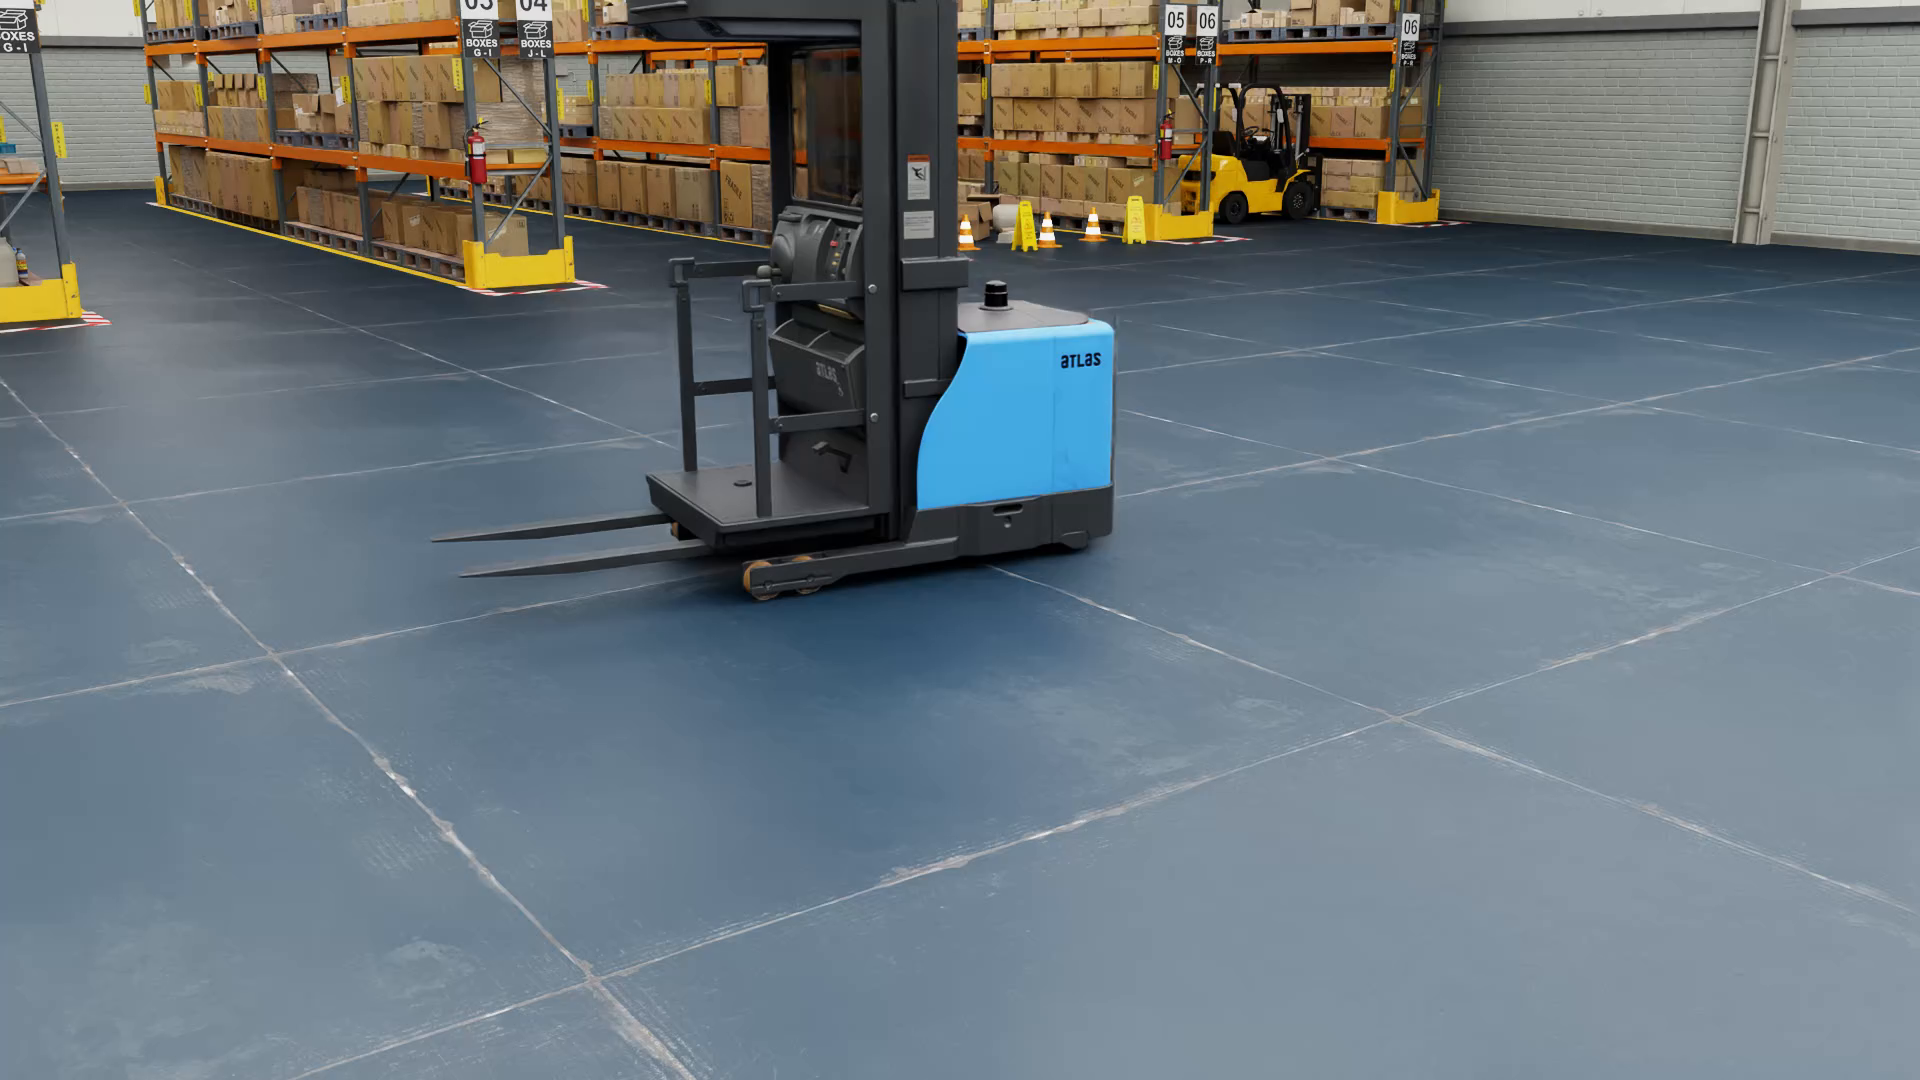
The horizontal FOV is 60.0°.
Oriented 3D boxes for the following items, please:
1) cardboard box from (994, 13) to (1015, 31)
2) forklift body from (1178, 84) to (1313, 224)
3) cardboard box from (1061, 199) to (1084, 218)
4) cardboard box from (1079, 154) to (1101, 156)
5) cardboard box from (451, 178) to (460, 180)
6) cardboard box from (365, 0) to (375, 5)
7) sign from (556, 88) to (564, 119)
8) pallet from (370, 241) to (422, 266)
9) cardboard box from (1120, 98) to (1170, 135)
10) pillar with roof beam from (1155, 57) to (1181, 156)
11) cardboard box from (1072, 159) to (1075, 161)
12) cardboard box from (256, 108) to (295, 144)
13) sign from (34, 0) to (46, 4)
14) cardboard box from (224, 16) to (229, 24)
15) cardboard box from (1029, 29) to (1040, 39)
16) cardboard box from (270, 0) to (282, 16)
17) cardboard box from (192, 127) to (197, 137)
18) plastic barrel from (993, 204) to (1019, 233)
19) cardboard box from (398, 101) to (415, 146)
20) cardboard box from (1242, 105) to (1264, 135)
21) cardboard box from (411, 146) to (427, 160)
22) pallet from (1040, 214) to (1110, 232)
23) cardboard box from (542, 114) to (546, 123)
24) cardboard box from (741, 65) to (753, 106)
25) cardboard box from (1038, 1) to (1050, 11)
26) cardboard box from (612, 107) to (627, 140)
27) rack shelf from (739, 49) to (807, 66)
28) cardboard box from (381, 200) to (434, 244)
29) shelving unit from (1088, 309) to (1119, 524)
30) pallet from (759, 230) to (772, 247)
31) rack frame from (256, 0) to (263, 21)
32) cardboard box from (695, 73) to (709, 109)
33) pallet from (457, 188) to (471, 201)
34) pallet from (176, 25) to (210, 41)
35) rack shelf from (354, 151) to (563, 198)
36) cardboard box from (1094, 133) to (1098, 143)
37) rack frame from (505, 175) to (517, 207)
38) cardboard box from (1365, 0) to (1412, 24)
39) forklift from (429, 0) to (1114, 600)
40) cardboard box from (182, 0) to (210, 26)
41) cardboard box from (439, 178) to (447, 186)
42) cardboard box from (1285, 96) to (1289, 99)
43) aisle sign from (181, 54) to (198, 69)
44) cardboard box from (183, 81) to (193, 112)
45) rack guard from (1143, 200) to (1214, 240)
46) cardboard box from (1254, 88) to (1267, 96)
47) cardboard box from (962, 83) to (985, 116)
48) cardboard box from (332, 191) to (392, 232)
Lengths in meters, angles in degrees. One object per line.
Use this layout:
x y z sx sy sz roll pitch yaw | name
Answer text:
0.873 -8.047 25.834 0.500 0.250 0.500 -11 19 -36 | cardboard box
4.610 -6.295 27.002 2.313 2.155 1.214 -11 19 -35 | forklift body
1.884 -5.041 25.227 0.500 0.250 0.500 -12 19 -37 | cardboard box
2.852 -7.213 32.450 0.875 0.625 0.625 -10 18 -33 | cardboard box
-9.670 -7.080 32.303 0.380 0.149 0.250 -10 18 -33 | cardboard box
-6.884 -6.469 19.877 0.380 0.149 0.250 -11 19 -34 | cardboard box
-4.390 -4.775 18.201 0.100 0.325 0.005 -11 19 -35 | sign
-6.757 -3.645 20.992 1.003 0.211 1.213 -11 19 -35 | pallet
2.645 -6.076 23.842 0.500 0.500 0.500 -11 19 -36 | cardboard box
0.510 -10.378 28.947 9.100 9.000 0.400 -11 19 -35 | pillar with roof beam
2.074 -7.345 33.169 0.500 0.500 0.500 -10 18 -33 | cardboard box
-10.023 -6.097 24.480 0.500 0.500 0.500 -10 18 -33 | cardboard box
-8.387 -5.040 15.110 0.100 0.325 0.005 -11 19 -35 | sign
-11.130 -8.023 25.704 0.380 0.149 0.250 -12 19 -37 | cardboard box
1.279 -7.727 25.418 0.380 0.149 0.250 -10 18 -33 | cardboard box
-9.169 -7.469 22.863 0.500 0.500 0.500 -11 19 -34 | cardboard box
-12.631 -6.839 27.856 0.380 0.149 0.250 -11 19 -35 | cardboard box
0.748 -4.775 24.720 0.512 0.421 0.421 1 15 4 | plastic barrel
-6.064 -4.897 19.533 0.875 0.500 0.500 -11 19 -35 | cardboard box
5.218 -7.241 28.662 0.500 0.500 0.500 -10 18 -34 | cardboard box
-6.130 -4.485 19.256 0.380 0.149 0.250 -11 19 -35 | cardboard box
1.980 -4.922 25.660 1.003 0.211 1.213 -11 19 -35 | pallet
-6.873 -7.120 28.088 0.380 0.149 0.250 -10 18 -33 | cardboard box
-2.502 -6.285 23.029 0.875 0.550 0.550 -11 19 -35 | cardboard box
1.401 -8.044 25.067 0.380 0.149 0.250 -12 19 -36 | cardboard box
-5.114 -6.532 26.071 0.500 0.500 0.500 -11 19 -35 | cardboard box
-2.692 -9.047 31.128 1.077 0.370 4.000 -11 19 -35 | rack shelf
-6.978 -4.033 21.068 0.500 0.500 0.500 -12 19 -36 | cardboard box
0.626 -0.606 8.303 0.215 1.050 0.252 -8 17 -27 | shelving unit
-2.004 -4.096 22.640 1.003 0.211 1.213 -11 19 -35 | pallet
-9.532 -8.875 23.457 1.000 3.000 0.127 -11 19 -35 | rack frame
-3.406 -6.511 24.101 0.700 0.500 0.500 -11 19 -35 | cardboard box
-8.958 -6.638 31.928 1.003 0.211 1.213 -11 19 -35 | pallet
-12.357 -8.416 27.630 1.003 0.211 1.213 -11 19 -35 | pallet
-6.005 -4.353 19.663 1.077 0.370 4.000 -11 19 -35 | rack shelf
2.210 -5.959 24.641 0.380 0.149 0.250 -11 19 -34 | cardboard box
-7.813 -7.584 30.104 1.000 3.000 0.127 -11 19 -35 | rack frame
6.743 -8.385 26.175 0.500 0.500 0.500 -10 18 -33 | cardboard box
-0.823 -1.314 7.323 3.031 2.935 1.130 -8 17 -26 | forklift
-12.393 -8.739 27.468 0.700 0.500 0.500 -12 20 -38 | cardboard box
-10.116 -7.104 32.955 0.380 0.149 0.250 -10 18 -33 | cardboard box
5.552 -7.411 28.054 0.380 0.149 0.250 -12 19 -36 | cardboard box
-14.036 -9.006 30.373 0.394 0.787 0.004 -11 19 -35 | aisle sign
-12.662 -7.433 27.851 0.500 0.500 0.500 -11 19 -34 | cardboard box
3.143 -4.622 24.017 1.175 0.500 0.348 -11 19 -35 | rack guard
5.248 -7.662 28.405 0.380 0.149 0.250 -10 18 -33 | cardboard box
0.378 -7.123 26.870 0.500 0.500 0.500 -11 19 -36 | cardboard box
-8.119 -4.493 22.710 0.700 0.500 0.500 -13 20 -39 | cardboard box
